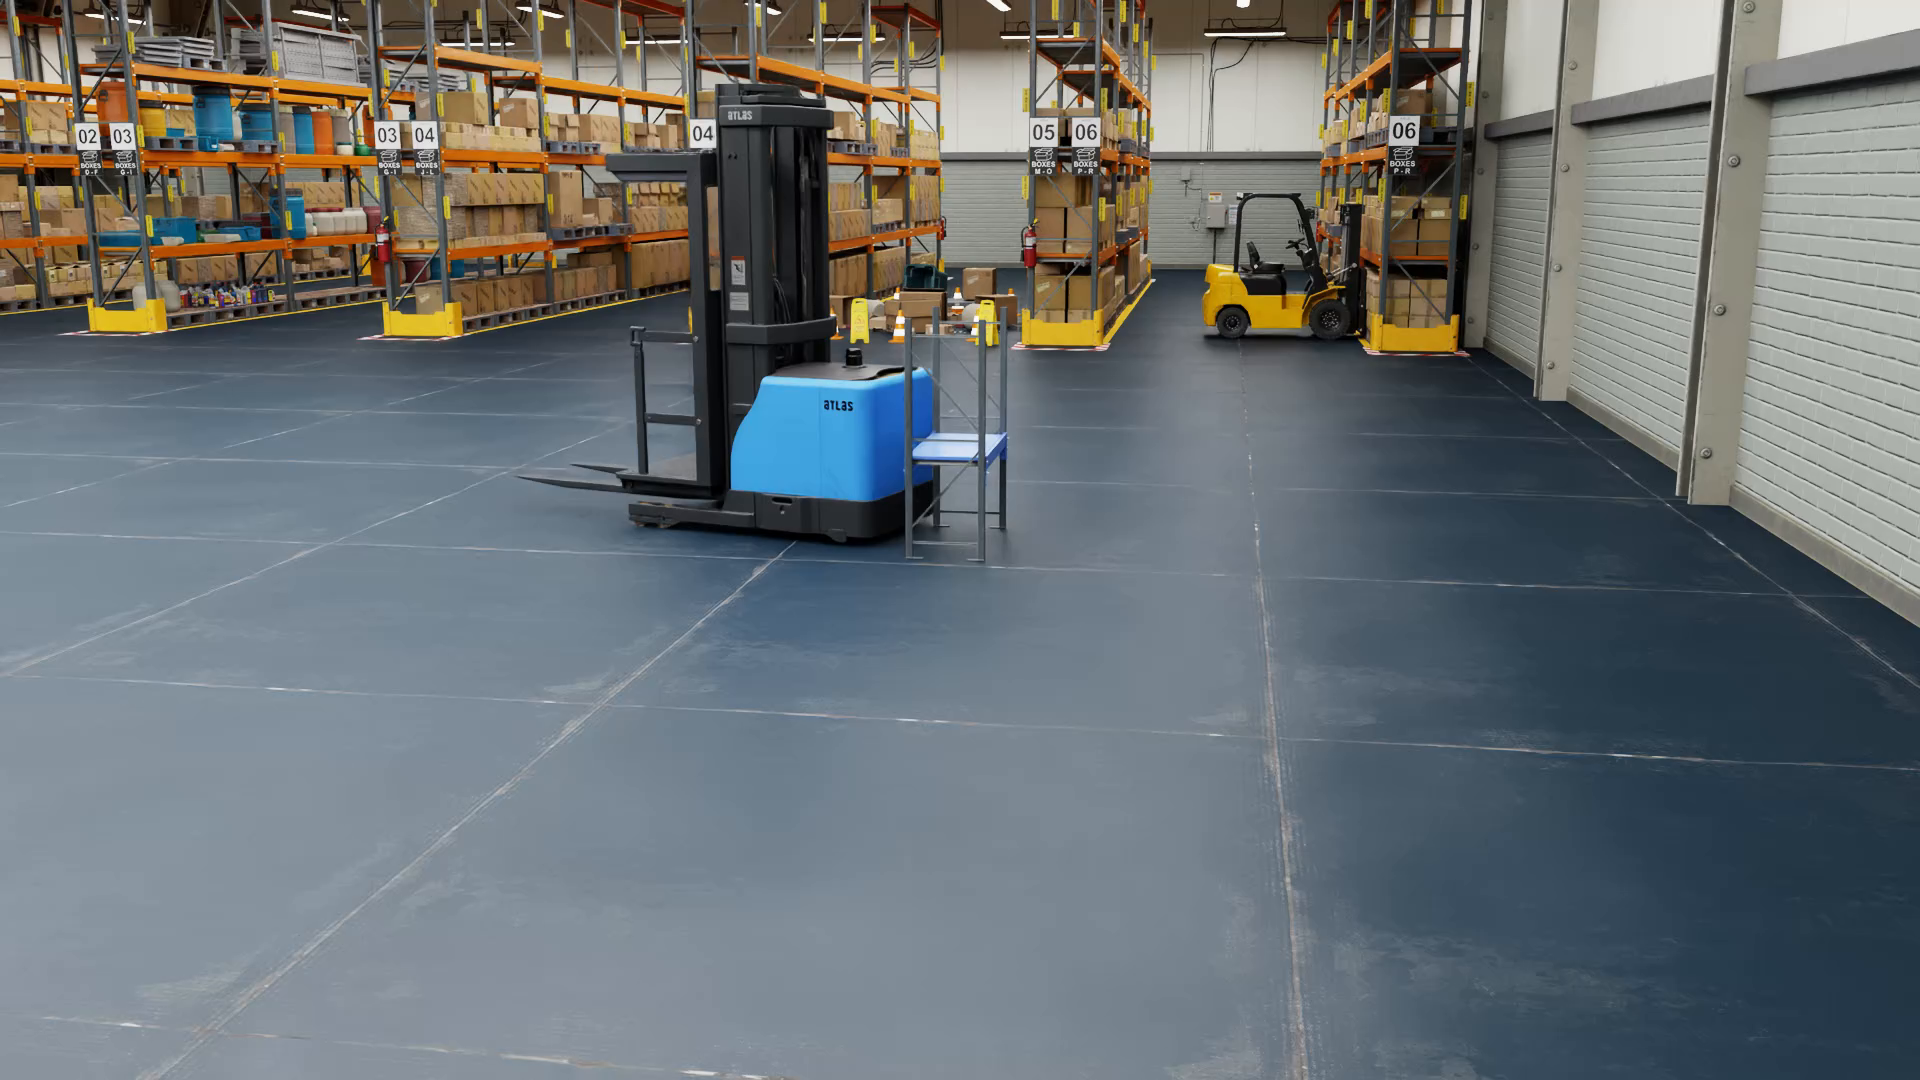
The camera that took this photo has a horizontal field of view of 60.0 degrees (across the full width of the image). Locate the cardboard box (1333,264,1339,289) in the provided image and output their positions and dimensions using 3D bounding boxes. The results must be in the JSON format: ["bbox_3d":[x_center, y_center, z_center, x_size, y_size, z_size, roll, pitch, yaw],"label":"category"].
[{"bbox_3d":[7.697,-5.212,32.996,0.500,0.500,0.500,1,12,7],"label":"cardboard box"}]

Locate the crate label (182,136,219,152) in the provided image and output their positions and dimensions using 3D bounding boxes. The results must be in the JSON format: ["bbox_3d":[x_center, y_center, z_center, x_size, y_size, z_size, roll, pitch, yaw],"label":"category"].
[{"bbox_3d":[-12.590,-6.561,27.552,0.502,0.251,0.408,2,12,9],"label":"crate label"}]

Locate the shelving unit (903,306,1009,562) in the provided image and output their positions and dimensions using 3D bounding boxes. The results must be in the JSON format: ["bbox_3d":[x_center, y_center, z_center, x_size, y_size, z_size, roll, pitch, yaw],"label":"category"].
[{"bbox_3d":[-0.013,-0.715,10.753,0.538,1.500,1.048,2,12,9],"label":"shelving unit"}]

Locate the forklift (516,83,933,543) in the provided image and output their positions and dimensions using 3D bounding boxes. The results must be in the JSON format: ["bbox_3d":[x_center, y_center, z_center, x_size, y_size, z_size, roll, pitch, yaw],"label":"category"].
[{"bbox_3d":[-1.715,-1.604,11.478,3.031,2.935,1.130,6,13,25],"label":"forklift"}]

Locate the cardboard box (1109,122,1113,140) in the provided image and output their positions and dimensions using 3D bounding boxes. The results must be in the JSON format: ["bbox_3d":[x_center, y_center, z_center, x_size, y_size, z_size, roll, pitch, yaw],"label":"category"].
[{"bbox_3d":[2.063,-6.261,25.453,0.500,0.250,0.500,2,12,10],"label":"cardboard box"}]

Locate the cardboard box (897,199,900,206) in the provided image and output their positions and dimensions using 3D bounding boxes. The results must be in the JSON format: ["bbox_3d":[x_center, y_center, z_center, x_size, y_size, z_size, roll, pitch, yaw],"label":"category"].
[{"bbox_3d":[-1.488,-7.172,35.340,0.380,0.149,0.250,2,12,7],"label":"cardboard box"}]

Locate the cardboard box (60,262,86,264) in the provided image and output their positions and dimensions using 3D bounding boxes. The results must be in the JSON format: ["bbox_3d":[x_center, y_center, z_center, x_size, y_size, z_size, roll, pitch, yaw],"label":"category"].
[{"bbox_3d":[-17.470,-5.328,32.797,0.500,0.311,0.500,2,12,8],"label":"cardboard box"}]

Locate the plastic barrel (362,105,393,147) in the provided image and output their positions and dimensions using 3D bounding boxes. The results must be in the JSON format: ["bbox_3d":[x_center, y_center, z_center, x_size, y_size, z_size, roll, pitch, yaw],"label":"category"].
[{"bbox_3d":[-11.883,-8.454,33.964,0.600,0.830,0.708,2,12,9],"label":"plastic barrel"}]

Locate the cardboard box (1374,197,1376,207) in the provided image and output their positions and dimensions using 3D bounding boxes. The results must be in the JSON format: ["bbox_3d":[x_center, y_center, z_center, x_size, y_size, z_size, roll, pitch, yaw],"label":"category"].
[{"bbox_3d":[6.331,-5.009,24.632,0.380,0.149,0.250,2,12,10],"label":"cardboard box"}]

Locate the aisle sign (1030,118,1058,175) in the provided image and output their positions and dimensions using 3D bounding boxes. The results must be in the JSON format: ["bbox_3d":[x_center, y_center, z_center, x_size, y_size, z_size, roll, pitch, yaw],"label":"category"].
[{"bbox_3d":[1.186,-5.575,23.569,0.394,0.787,0.004,2,12,9],"label":"aisle sign"}]

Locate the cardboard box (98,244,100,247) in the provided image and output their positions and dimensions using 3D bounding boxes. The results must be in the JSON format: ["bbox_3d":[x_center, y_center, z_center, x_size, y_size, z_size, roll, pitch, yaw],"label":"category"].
[{"bbox_3d":[-20.698,-7.126,40.336,0.380,0.149,0.250,2,12,11],"label":"cardboard box"}]

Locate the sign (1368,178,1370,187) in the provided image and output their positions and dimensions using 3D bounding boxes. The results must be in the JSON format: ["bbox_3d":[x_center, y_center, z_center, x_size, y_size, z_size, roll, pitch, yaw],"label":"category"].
[{"bbox_3d":[9.393,-8.176,38.314,0.100,0.325,0.005,2,12,9],"label":"sign"}]

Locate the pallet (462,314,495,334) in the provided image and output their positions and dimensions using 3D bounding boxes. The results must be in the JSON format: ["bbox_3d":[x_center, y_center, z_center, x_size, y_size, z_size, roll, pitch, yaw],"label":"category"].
[{"bbox_3d":[-8.138,-3.449,26.496,1.003,0.211,1.213,2,12,9],"label":"pallet"}]

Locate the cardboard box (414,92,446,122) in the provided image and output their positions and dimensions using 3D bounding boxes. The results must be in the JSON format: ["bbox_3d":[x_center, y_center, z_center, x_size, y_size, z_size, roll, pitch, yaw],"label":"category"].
[{"bbox_3d":[-8.322,-6.864,26.474,0.500,0.500,0.500,2,12,9],"label":"cardboard box"}]

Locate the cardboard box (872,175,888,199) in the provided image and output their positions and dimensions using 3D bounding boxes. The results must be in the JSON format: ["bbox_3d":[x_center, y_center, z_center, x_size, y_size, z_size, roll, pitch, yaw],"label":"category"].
[{"bbox_3d":[-1.774,-7.734,36.445,0.500,0.500,0.500,1,12,7],"label":"cardboard box"}]

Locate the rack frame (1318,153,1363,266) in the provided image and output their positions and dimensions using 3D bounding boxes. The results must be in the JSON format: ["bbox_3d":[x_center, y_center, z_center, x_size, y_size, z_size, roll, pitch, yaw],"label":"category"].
[{"bbox_3d":[8.848,-7.478,38.572,1.000,3.000,0.127,2,12,9],"label":"rack frame"}]

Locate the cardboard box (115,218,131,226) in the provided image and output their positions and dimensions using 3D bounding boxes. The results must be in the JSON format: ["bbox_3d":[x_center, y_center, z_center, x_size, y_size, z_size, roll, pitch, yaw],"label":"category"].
[{"bbox_3d":[-17.196,-6.392,33.744,0.500,0.311,0.500,2,12,8],"label":"cardboard box"}]

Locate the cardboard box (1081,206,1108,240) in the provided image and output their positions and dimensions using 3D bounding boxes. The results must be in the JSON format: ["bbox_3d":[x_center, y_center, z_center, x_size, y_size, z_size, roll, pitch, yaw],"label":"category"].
[{"bbox_3d":[1.983,-4.805,25.227,0.500,0.500,0.500,2,12,8],"label":"cardboard box"}]

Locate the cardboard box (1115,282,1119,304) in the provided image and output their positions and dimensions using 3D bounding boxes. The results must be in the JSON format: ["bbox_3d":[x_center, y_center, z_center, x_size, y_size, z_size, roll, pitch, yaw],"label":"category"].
[{"bbox_3d":[2.283,-4.320,29.158,0.950,0.372,0.625,3,12,12],"label":"cardboard box"}]

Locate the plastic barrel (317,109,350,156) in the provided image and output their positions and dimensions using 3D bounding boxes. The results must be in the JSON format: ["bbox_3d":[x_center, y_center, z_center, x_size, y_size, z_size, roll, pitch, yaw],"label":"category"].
[{"bbox_3d":[-12.314,-8.002,32.692,0.600,0.901,0.600,0,12,0],"label":"plastic barrel"}]

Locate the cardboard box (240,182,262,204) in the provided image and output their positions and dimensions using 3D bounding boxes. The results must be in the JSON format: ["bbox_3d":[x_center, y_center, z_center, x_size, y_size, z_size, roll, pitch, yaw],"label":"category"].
[{"bbox_3d":[-16.430,-8.099,38.845,0.500,0.500,0.500,2,12,9],"label":"cardboard box"}]

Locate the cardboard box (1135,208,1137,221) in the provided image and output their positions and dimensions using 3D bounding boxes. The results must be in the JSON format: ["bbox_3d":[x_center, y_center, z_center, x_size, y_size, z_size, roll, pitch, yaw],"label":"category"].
[{"bbox_3d":[3.295,-6.557,33.469,0.500,0.250,0.500,2,12,10],"label":"cardboard box"}]

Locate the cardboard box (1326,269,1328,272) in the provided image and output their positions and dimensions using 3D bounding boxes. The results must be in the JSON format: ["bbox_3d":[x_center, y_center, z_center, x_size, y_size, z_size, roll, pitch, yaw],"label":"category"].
[{"bbox_3d":[8.083,-5.714,35.879,0.396,0.266,0.258,2,12,11],"label":"cardboard box"}]

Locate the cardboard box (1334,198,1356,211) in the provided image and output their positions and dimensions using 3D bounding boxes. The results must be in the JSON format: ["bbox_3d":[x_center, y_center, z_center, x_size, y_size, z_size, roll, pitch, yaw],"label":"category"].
[{"bbox_3d":[7.686,-6.414,32.394,0.797,0.503,0.637,2,12,7],"label":"cardboard box"}]

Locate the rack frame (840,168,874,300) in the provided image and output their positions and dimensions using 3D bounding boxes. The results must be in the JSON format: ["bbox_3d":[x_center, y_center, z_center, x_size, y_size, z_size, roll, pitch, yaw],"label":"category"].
[{"bbox_3d":[-2.194,-6.112,32.233,1.000,3.000,0.127,2,12,9],"label":"rack frame"}]

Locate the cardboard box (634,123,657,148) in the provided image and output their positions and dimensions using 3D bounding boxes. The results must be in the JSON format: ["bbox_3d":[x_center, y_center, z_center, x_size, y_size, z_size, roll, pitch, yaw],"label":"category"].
[{"bbox_3d":[-6.786,-8.442,34.682,0.797,0.503,0.637,2,12,8],"label":"cardboard box"}]

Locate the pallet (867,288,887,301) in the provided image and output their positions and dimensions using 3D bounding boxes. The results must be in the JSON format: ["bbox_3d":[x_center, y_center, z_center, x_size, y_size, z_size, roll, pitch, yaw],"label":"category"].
[{"bbox_3d":[-2.072,-4.911,33.282,1.003,0.211,1.213,2,12,9],"label":"pallet"}]

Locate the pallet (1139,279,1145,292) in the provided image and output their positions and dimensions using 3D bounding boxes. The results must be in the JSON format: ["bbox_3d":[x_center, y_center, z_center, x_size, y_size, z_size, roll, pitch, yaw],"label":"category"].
[{"bbox_3d":[3.522,-5.598,36.467,1.003,0.211,1.213,2,12,9],"label":"pallet"}]

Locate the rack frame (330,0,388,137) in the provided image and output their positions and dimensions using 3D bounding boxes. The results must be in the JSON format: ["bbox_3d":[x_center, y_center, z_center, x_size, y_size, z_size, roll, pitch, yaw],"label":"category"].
[{"bbox_3d":[-11.974,-9.387,33.189,1.000,3.000,0.127,2,12,9],"label":"rack frame"}]

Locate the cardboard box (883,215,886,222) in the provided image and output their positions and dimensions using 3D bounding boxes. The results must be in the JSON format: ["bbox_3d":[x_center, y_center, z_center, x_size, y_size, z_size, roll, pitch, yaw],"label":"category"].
[{"bbox_3d":[-1.724,-6.557,33.899,0.380,0.149,0.250,2,12,9],"label":"cardboard box"}]

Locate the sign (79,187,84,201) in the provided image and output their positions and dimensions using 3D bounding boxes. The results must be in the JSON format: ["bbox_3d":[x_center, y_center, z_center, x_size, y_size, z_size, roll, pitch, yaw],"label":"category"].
[{"bbox_3d":[-20.610,-8.120,38.989,0.100,0.325,0.005,2,12,9],"label":"sign"}]

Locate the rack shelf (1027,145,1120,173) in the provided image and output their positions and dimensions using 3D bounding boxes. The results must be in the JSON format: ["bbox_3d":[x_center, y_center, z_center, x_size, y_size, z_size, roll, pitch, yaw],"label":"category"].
[{"bbox_3d":[1.790,-5.838,25.551,1.077,0.370,4.000,2,12,9],"label":"rack shelf"}]

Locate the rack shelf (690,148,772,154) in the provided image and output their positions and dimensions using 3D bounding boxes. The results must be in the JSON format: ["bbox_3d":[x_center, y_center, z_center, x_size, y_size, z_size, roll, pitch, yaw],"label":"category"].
[{"bbox_3d":[-3.117,-5.978,26.198,1.077,0.370,4.000,2,12,9],"label":"rack shelf"}]

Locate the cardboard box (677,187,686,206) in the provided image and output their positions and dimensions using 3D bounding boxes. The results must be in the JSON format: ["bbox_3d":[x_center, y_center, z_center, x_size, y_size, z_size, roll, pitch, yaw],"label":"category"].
[{"bbox_3d":[-6.138,-7.656,37.270,0.500,0.500,0.500,2,12,9],"label":"cardboard box"}]

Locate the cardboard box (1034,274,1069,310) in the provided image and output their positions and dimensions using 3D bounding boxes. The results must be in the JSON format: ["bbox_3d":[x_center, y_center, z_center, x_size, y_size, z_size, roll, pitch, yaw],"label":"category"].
[{"bbox_3d":[1.348,-3.710,24.839,0.500,0.500,0.500,2,12,9],"label":"cardboard box"}]

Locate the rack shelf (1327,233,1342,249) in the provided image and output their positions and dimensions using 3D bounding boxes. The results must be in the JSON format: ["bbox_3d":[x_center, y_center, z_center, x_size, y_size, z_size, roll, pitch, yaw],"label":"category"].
[{"bbox_3d":[7.925,-5.877,32.852,1.077,0.370,4.000,2,12,9],"label":"rack shelf"}]

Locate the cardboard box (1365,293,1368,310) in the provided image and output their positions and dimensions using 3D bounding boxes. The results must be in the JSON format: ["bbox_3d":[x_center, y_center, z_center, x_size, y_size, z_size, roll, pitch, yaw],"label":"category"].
[{"bbox_3d":[6.300,-3.576,24.811,0.500,0.250,0.500,2,12,7],"label":"cardboard box"}]

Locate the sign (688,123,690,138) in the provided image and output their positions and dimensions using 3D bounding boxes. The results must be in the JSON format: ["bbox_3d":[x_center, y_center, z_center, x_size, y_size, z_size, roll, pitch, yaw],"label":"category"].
[{"bbox_3d":[-5.927,-8.984,36.465,0.100,0.325,0.005,2,12,9],"label":"sign"}]

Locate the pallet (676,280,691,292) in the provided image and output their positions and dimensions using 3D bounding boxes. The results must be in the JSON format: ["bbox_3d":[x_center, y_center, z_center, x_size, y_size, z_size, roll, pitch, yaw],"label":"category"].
[{"bbox_3d":[-6.509,-5.600,36.478,1.003,0.211,1.213,2,12,9],"label":"pallet"}]

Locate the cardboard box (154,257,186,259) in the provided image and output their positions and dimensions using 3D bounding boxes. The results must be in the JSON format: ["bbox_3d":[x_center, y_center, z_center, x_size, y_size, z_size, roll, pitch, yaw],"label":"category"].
[{"bbox_3d":[-16.956,-5.811,35.725,0.500,0.500,0.500,2,12,11],"label":"cardboard box"}]

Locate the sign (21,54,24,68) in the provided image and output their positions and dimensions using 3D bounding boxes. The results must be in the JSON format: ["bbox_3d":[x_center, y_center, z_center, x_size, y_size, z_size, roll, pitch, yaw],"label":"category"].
[{"bbox_3d":[-21.692,-11.098,38.535,0.100,0.325,0.005,2,12,9],"label":"sign"}]

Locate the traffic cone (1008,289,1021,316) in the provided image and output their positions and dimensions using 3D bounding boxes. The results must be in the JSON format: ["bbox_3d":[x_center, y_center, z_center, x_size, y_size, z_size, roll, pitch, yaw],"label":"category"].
[{"bbox_3d":[0.905,-4.203,29.399,0.336,0.463,0.334,2,12,9],"label":"traffic cone"}]

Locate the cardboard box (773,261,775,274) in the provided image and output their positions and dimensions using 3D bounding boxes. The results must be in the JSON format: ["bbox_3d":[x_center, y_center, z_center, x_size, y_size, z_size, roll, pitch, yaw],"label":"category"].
[{"bbox_3d":[-3.252,-3.940,26.201,0.875,0.875,0.875,2,12,8],"label":"cardboard box"}]

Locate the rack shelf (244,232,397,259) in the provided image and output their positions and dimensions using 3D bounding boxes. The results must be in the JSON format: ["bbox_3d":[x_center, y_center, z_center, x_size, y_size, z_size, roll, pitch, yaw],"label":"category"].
[{"bbox_3d":[-12.281,-5.686,31.965,1.077,0.370,4.000,2,12,9],"label":"rack shelf"}]

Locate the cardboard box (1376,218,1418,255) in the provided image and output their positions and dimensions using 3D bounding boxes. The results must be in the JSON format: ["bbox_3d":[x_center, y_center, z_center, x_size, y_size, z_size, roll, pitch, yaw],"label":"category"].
[{"bbox_3d":[6.204,-4.307,23.621,0.500,0.500,0.500,2,12,7],"label":"cardboard box"}]

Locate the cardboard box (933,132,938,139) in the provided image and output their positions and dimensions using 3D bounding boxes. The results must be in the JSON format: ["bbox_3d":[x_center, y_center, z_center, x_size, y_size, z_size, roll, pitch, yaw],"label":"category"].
[{"bbox_3d":[-0.725,-9.531,39.201,0.380,0.149,0.250,2,12,8],"label":"cardboard box"}]

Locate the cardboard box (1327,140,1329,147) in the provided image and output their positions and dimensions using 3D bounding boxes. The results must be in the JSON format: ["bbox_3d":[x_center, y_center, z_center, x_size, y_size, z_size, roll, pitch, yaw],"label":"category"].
[{"bbox_3d":[8.304,-8.612,36.363,0.500,0.250,0.500,2,12,8],"label":"cardboard box"}]

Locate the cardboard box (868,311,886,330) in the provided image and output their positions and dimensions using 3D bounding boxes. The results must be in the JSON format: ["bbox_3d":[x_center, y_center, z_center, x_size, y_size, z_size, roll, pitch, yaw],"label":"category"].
[{"bbox_3d":[-1.254,-3.525,26.721,0.396,0.266,0.258,4,13,18],"label":"cardboard box"}]

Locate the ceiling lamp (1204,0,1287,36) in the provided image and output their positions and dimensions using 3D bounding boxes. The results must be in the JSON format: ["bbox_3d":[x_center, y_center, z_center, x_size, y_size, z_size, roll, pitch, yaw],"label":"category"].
[{"bbox_3d":[6.960,-13.897,40.264,2.000,3.185,0.800,2,12,9],"label":"ceiling lamp"}]

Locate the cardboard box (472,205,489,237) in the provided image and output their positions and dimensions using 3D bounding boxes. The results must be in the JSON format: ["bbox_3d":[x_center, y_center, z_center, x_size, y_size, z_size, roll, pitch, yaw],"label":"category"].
[{"bbox_3d":[-8.120,-5.147,26.812,0.875,0.500,0.500,2,12,9],"label":"cardboard box"}]

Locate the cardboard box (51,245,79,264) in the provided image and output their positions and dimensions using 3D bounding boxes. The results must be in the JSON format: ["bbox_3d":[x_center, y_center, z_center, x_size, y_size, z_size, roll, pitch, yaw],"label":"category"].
[{"bbox_3d":[-21.119,-6.623,38.709,0.750,0.750,0.750,2,12,9],"label":"cardboard box"}]

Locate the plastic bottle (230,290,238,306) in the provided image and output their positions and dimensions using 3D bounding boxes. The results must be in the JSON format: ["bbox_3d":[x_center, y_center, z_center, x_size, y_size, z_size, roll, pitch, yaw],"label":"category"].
[{"bbox_3d":[-12.518,-4.172,28.663,0.097,0.271,0.097,0,12,0],"label":"plastic bottle"}]

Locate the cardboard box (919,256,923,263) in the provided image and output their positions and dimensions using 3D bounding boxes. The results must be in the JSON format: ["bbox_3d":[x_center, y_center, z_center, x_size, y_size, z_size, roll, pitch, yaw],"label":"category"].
[{"bbox_3d":[-1.056,-6.437,38.098,0.380,0.149,0.250,2,12,9],"label":"cardboard box"}]

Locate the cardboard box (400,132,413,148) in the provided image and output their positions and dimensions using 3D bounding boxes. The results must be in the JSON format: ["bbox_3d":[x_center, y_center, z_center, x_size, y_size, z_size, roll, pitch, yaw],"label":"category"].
[{"bbox_3d":[-8.487,-6.130,25.553,0.500,0.250,0.500,2,12,10],"label":"cardboard box"}]

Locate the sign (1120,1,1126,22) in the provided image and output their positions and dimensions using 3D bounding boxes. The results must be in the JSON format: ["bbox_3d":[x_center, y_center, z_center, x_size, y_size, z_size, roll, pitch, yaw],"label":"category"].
[{"bbox_3d":[2.631,-8.546,26.885,0.100,0.325,0.005,2,12,9],"label":"sign"}]
